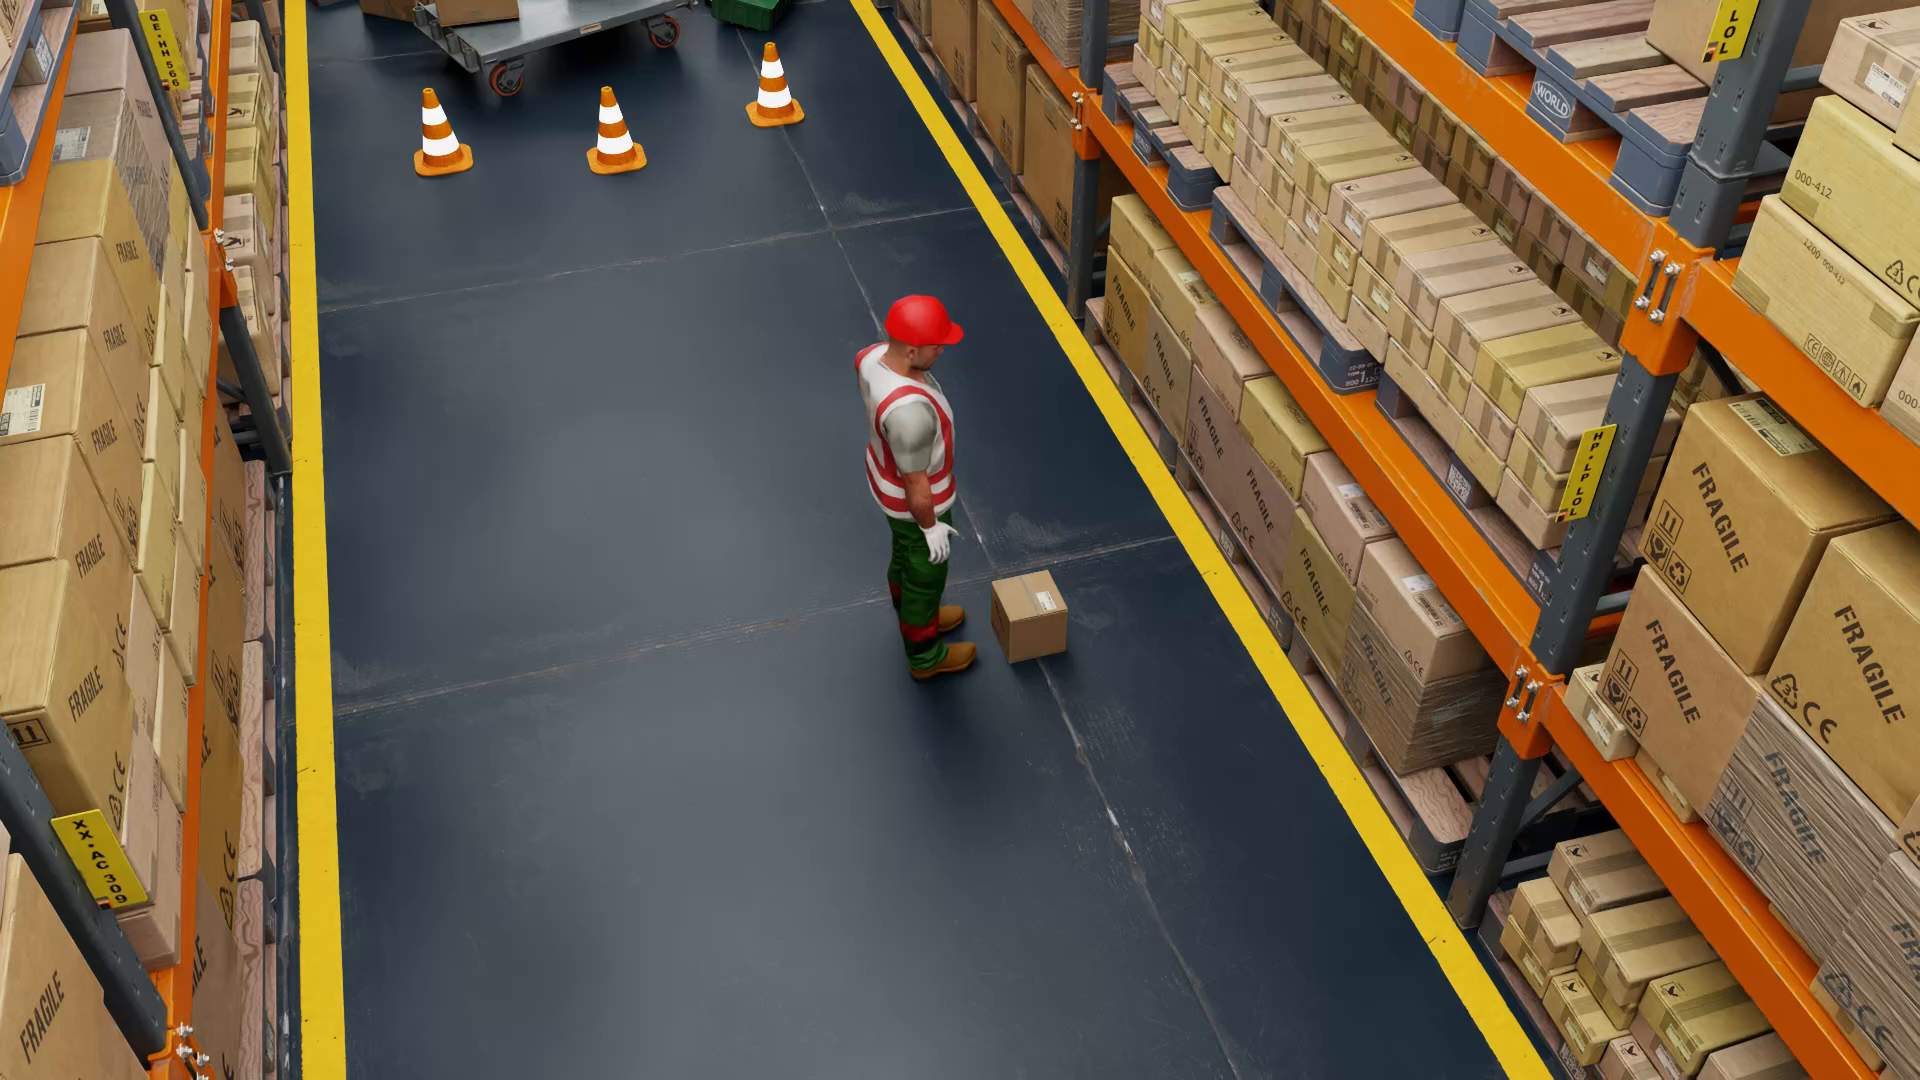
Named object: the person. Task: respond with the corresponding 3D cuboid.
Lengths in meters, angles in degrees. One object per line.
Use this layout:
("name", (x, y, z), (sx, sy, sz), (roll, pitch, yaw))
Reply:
("person", (-0.133, -0.184, 6.320), (0.434, 1.791, 0.556), (-11, 43, -12))
